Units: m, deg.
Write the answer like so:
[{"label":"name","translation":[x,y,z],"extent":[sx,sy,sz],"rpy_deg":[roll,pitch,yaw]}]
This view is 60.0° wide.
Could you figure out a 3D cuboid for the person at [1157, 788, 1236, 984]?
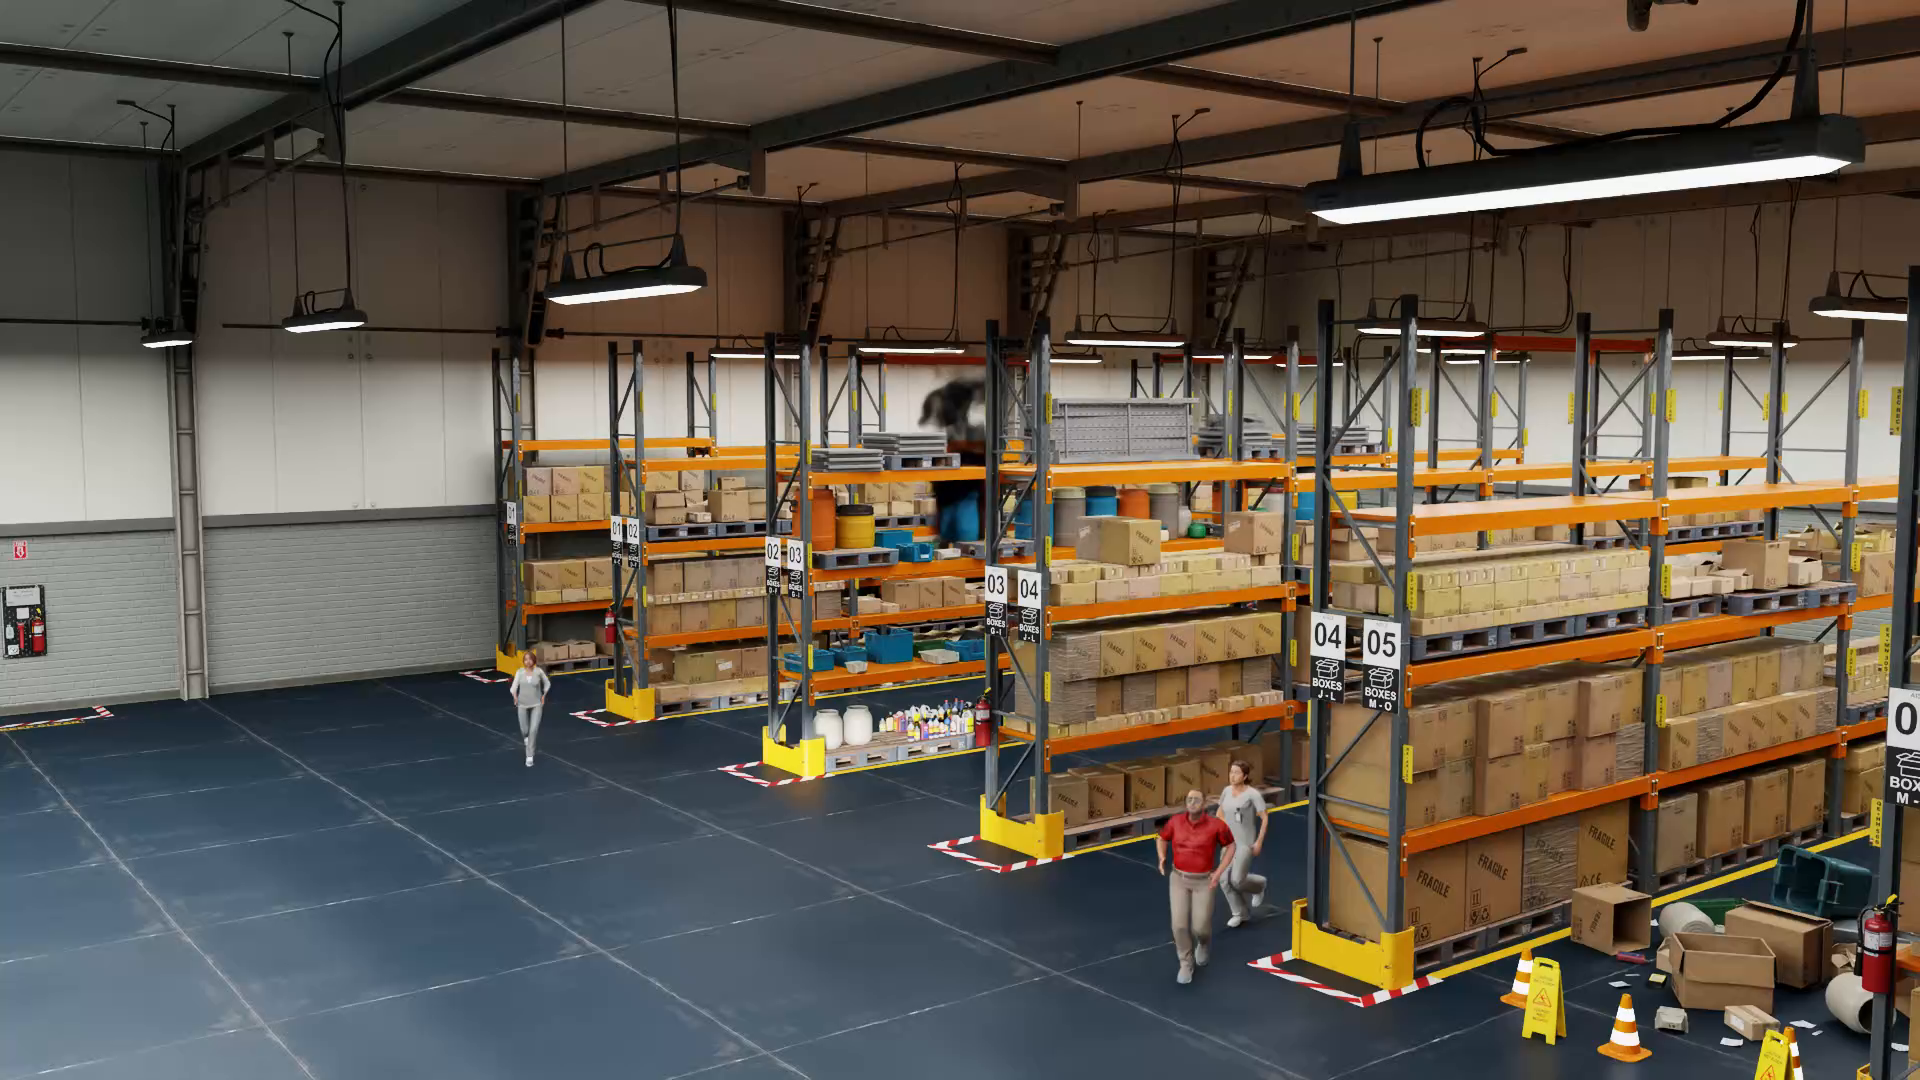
[{"label":"person","translation":[2.068,3.043,14.768],"extent":[0.705,1.708,0.639],"rpy_deg":[2,5,24]}]

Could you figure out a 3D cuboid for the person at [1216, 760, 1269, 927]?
[{"label":"person","translation":[2.756,2.940,16.244],"extent":[0.572,1.618,0.596],"rpy_deg":[5,7,44]}]

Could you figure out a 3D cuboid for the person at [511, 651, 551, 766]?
[{"label":"person","translation":[-6.037,2.345,23.401],"extent":[0.546,1.575,0.691],"rpy_deg":[-1,5,-11]}]
